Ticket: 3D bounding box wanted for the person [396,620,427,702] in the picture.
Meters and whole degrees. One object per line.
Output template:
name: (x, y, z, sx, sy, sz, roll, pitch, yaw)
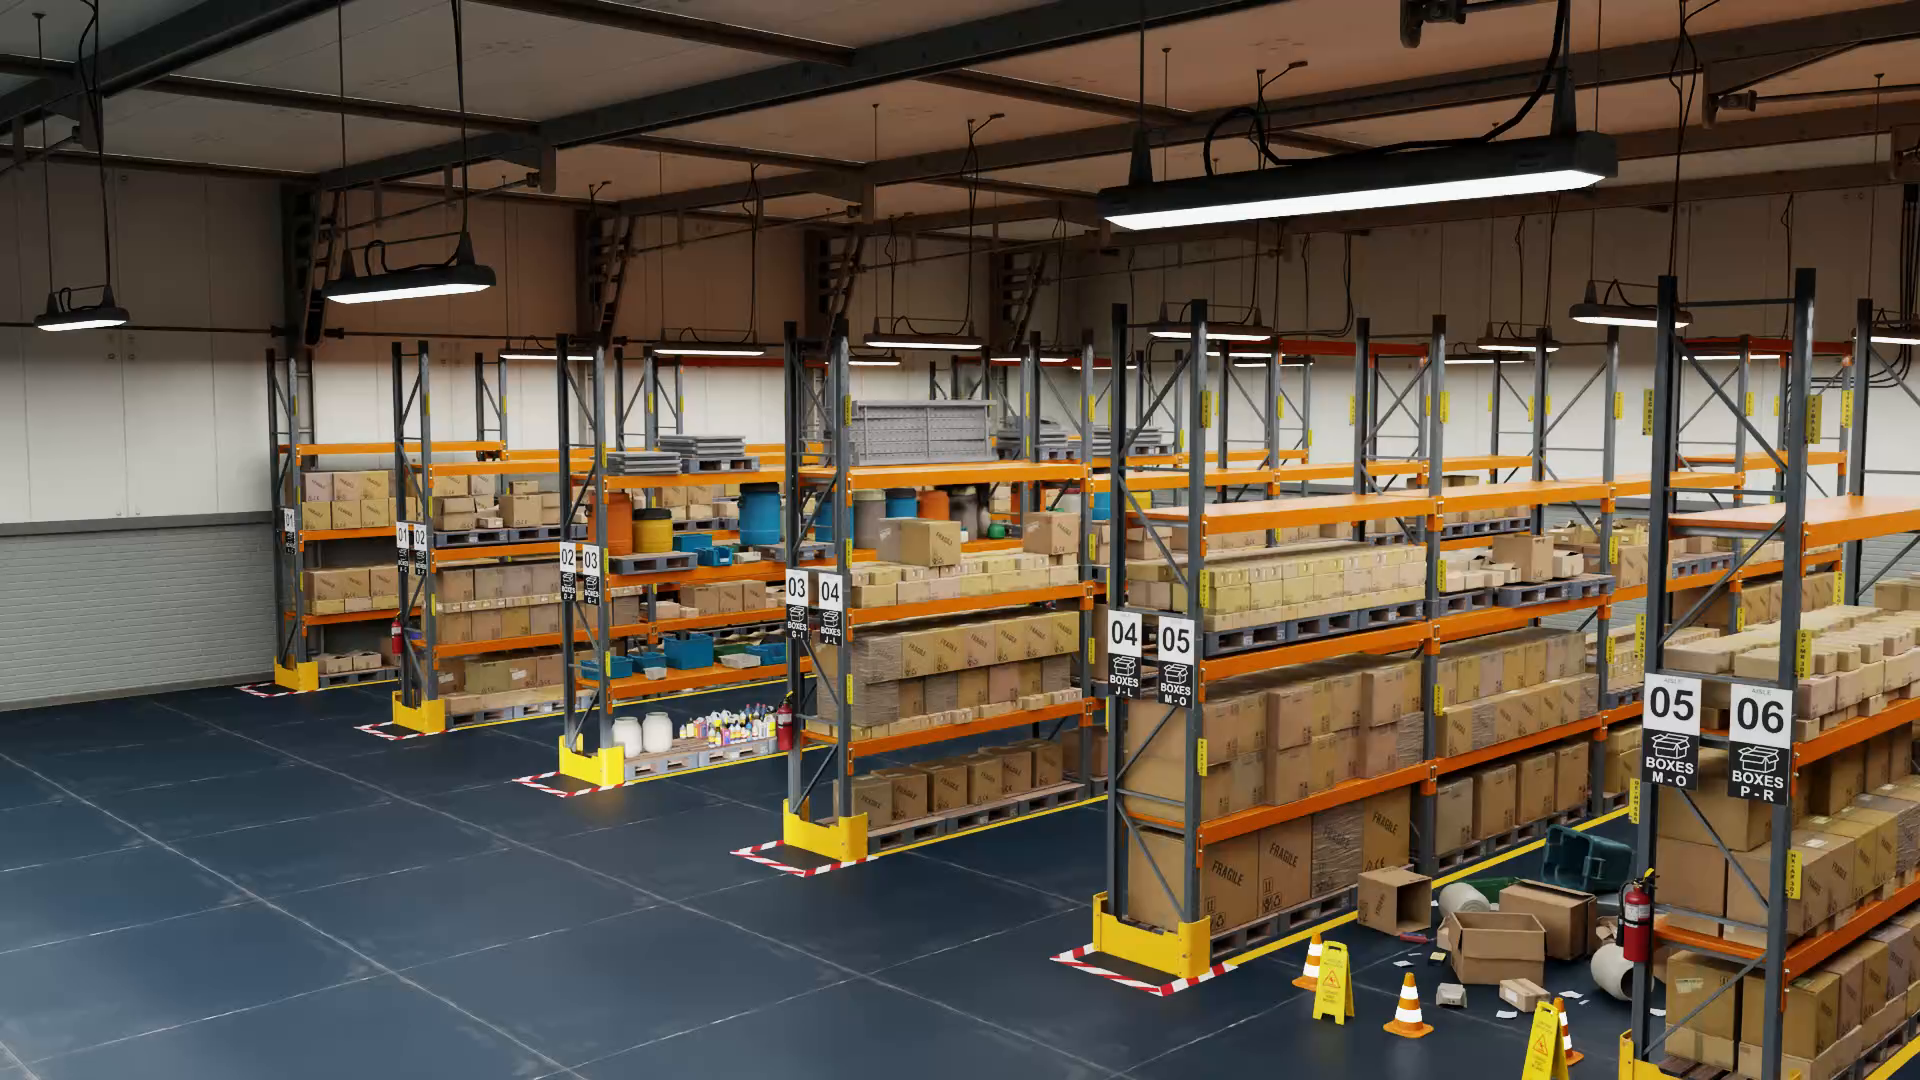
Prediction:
person: (-9.175, 2.029, 27.697, 0.602, 1.486, 0.857, 2, 5, 19)
